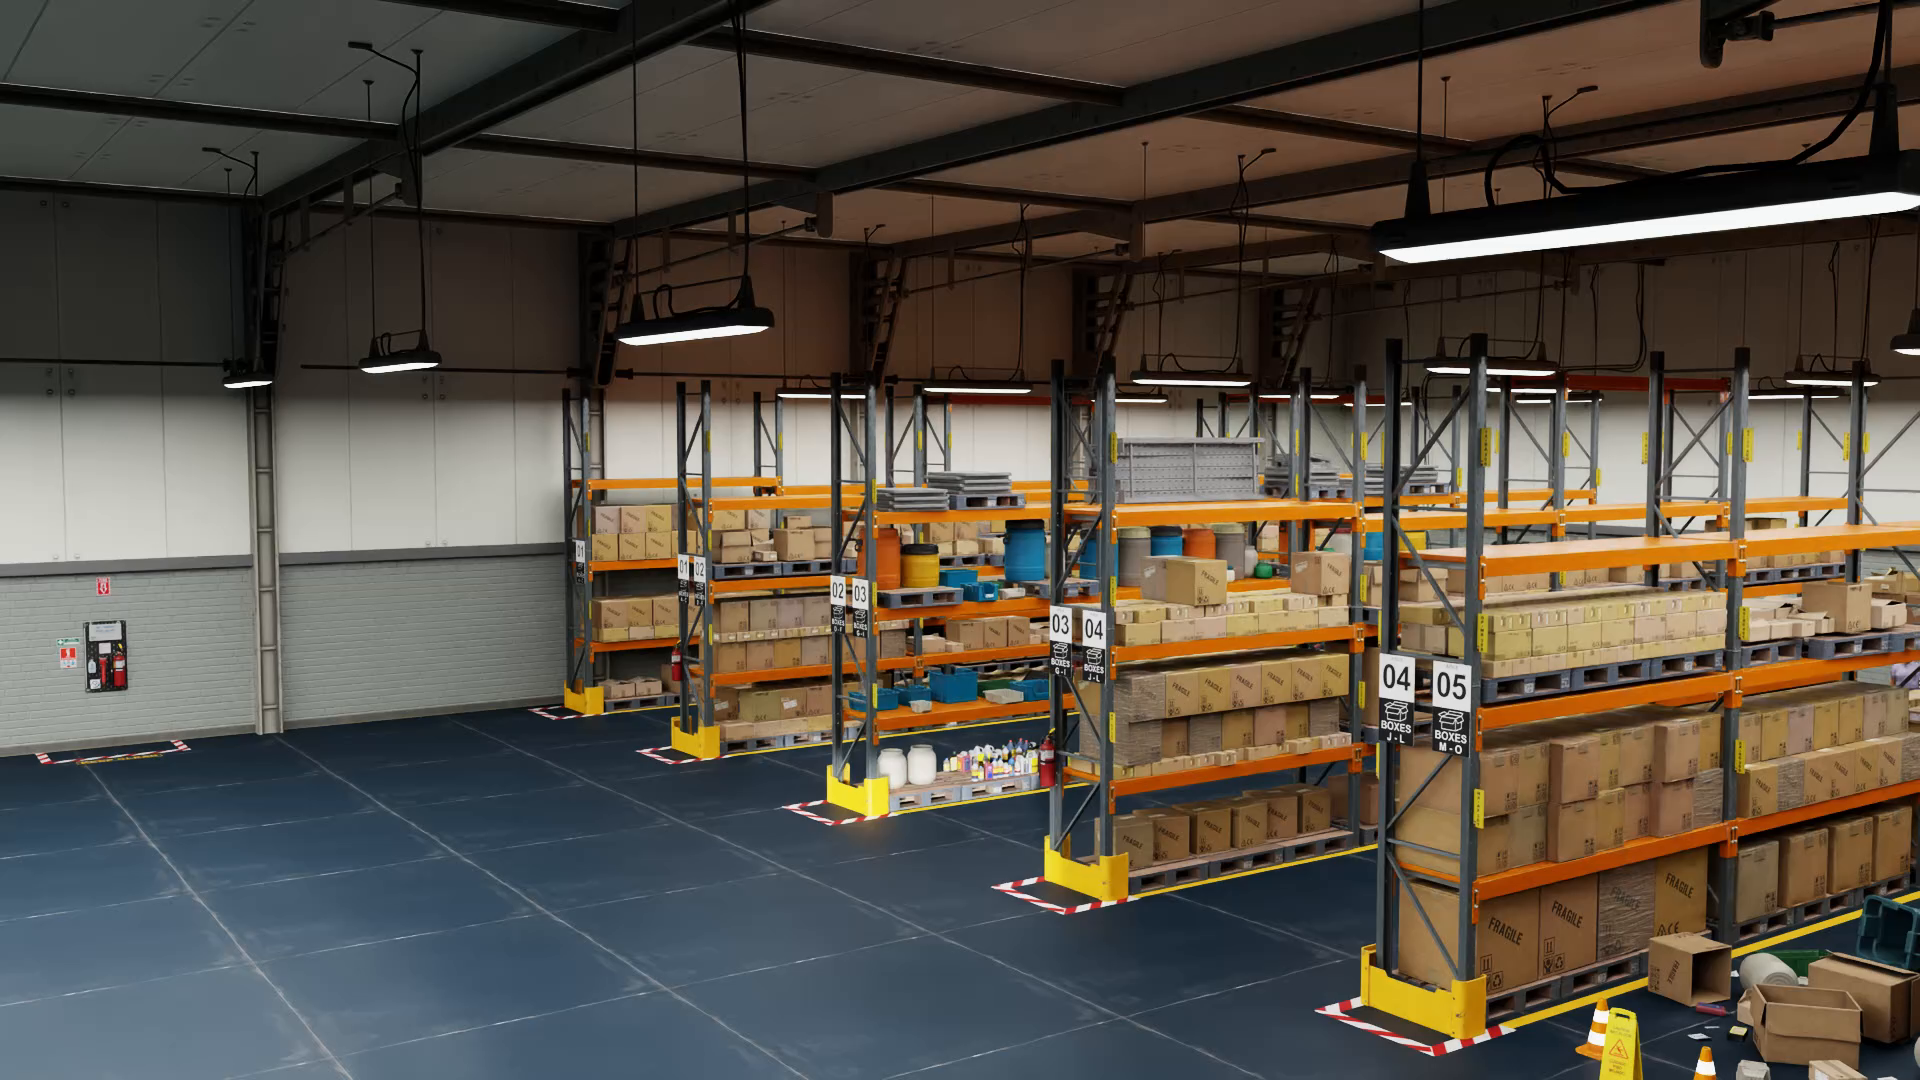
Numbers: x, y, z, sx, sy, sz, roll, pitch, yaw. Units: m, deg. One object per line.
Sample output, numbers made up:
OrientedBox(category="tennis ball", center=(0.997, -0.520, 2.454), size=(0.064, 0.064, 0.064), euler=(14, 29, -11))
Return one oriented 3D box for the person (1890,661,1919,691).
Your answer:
OrientedBox(category="person", center=(15.945, 2.590, 28.004), size=(0.470, 1.546, 0.908), euler=(1, 4, 18))
